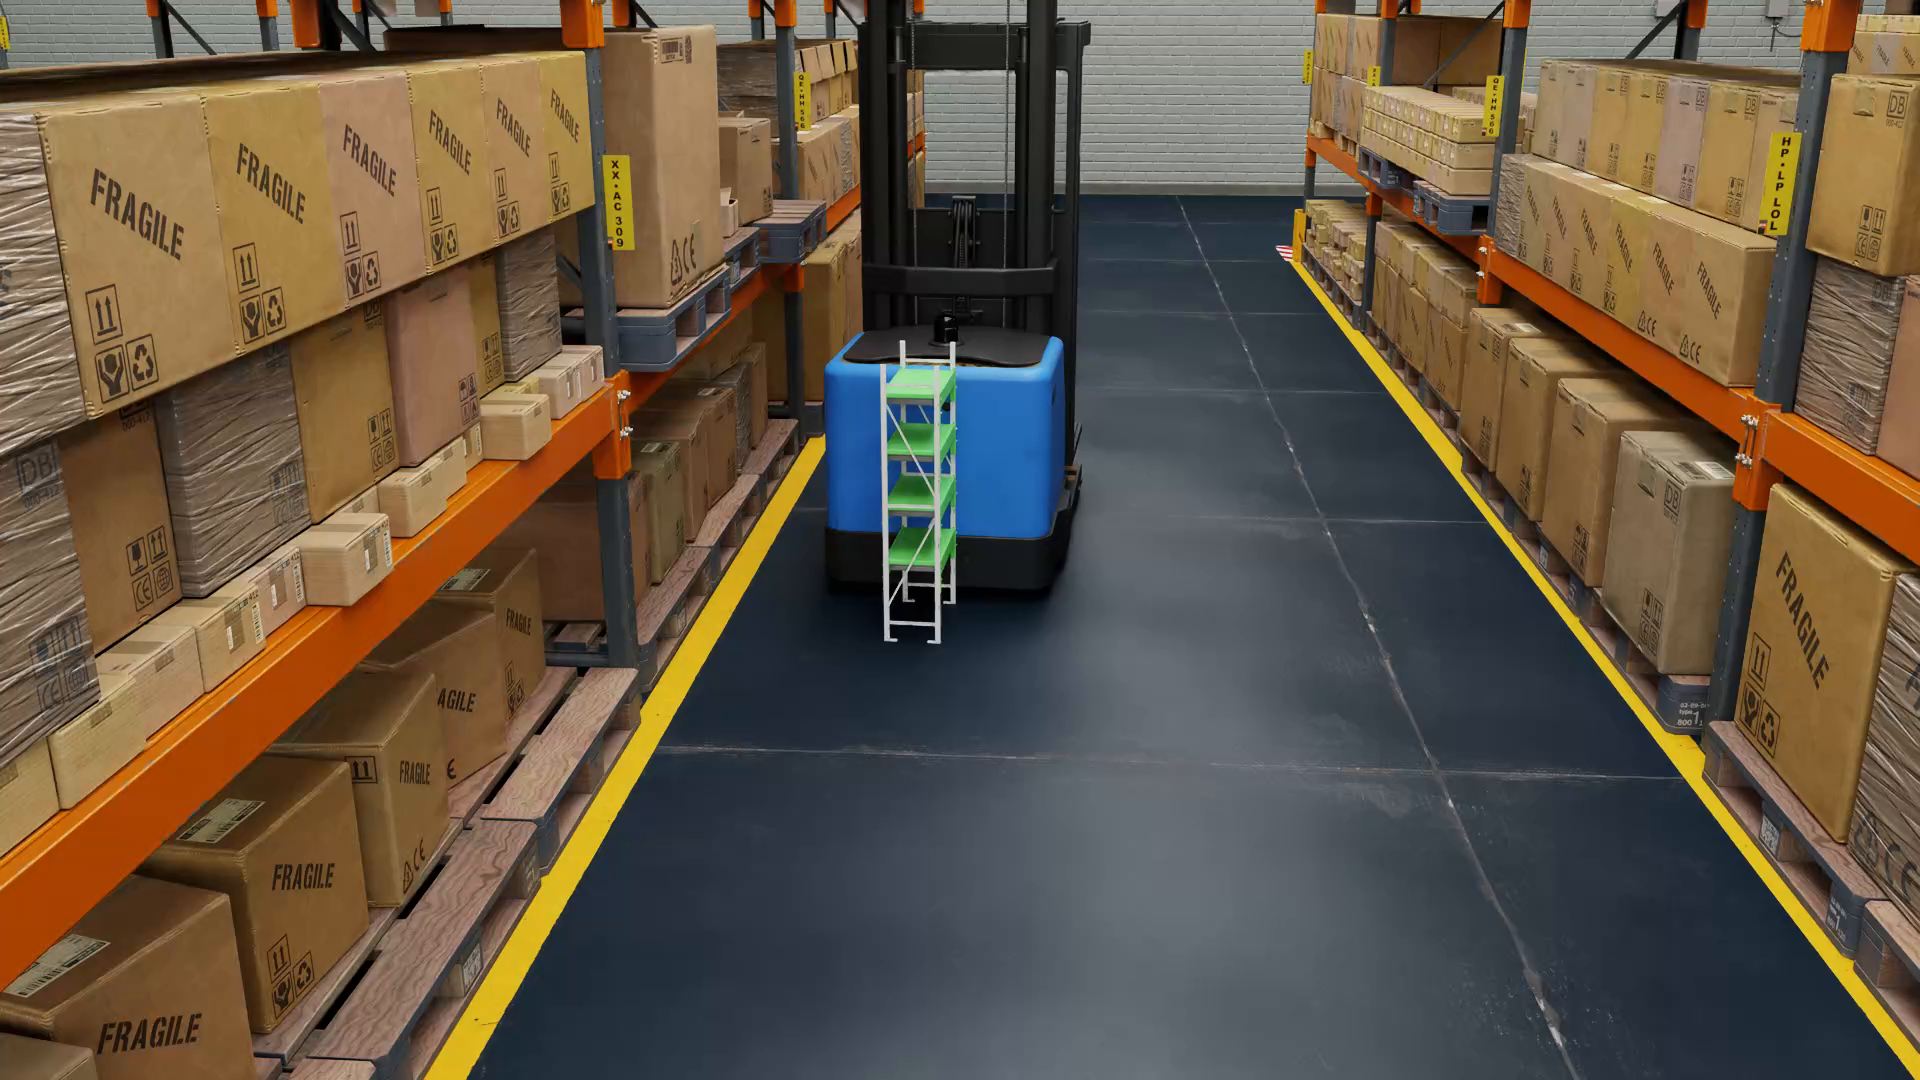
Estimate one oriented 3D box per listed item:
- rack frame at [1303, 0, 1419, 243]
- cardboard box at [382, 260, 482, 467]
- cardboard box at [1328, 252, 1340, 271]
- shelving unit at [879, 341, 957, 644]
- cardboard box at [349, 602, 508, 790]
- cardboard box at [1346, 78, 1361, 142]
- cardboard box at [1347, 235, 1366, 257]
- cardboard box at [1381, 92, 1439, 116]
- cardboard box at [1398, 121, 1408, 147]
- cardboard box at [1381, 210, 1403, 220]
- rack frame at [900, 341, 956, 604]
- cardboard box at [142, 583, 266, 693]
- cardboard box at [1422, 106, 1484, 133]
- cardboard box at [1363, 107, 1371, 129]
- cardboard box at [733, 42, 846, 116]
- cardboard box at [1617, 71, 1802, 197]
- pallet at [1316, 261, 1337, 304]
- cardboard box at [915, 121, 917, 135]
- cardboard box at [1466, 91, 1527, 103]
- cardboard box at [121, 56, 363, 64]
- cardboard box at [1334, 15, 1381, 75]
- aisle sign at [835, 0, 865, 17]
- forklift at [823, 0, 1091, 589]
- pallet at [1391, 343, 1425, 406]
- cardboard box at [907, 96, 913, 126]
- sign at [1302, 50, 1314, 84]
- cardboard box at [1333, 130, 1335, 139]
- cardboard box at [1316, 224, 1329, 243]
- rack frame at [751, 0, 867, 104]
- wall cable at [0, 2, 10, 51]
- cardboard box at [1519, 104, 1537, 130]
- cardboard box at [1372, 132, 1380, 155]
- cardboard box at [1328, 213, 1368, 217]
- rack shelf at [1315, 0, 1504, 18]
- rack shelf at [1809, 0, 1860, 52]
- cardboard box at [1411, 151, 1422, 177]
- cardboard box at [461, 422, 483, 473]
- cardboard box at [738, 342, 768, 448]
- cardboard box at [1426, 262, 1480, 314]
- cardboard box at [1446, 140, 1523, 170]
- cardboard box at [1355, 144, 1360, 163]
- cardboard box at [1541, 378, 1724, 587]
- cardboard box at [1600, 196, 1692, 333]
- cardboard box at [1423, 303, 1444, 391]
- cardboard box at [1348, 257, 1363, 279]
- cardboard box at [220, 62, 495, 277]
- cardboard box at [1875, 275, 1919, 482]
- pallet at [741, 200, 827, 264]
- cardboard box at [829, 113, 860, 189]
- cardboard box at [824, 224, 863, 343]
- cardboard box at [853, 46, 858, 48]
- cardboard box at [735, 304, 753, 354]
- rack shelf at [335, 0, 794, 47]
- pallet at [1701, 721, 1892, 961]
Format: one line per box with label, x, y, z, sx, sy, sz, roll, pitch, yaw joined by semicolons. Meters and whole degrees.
rack frame;4.064;-4.359;16.909;1.000;3.000;0.127;1;18;4
cardboard box;-1.837;-0.513;4.532;0.875;0.500;0.500;1;18;4
cardboard box;3.609;-2.568;15.346;0.380;0.149;0.250;1;18;4
shelving unit;-0.172;-0.211;7.141;0.258;1.200;0.503;2;18;7
cardboard box;-1.839;0.515;5.373;0.500;0.500;0.500;7;20;21
cardboard box;3.568;-3.624;14.026;0.500;0.500;0.500;1;18;2
cardboard box;3.532;-2.518;14.240;0.380;0.149;0.250;1;18;3
cardboard box;3.235;-3.124;11.913;0.380;0.149;0.250;1;18;3
cardboard box;3.180;-2.741;11.221;0.380;0.149;0.250;1;18;3
cardboard box;4.229;-3.078;15.947;0.380;0.149;0.250;1;18;2
rack frame;-0.140;-0.287;7.371;0.240;1.200;0.015;2;18;7
cardboard box;-1.673;0.194;3.417;0.380;0.149;0.250;1;18;4
cardboard box;3.122;-2.642;10.443;0.380;0.149;0.250;2;18;6
cardboard box;3.290;-3.226;12.703;0.380;0.149;0.250;2;18;5
cardboard box;-1.261;-3.372;12.124;0.797;0.503;0.637;1;18;5
cardboard box;3.342;-1.783;7.280;0.700;0.500;0.500;1;18;3
pallet;3.874;-2.381;15.351;1.003;0.211;1.213;1;18;4
cardboard box;-0.628;-4.027;16.300;0.380;0.149;0.250;2;18;5
cardboard box;3.904;-3.187;12.106;0.380;0.149;0.250;1;18;2
cardboard box;-2.057;-1.149;4.868;0.500;0.500;0.500;1;18;4
cardboard box;3.644;-4.413;14.831;0.500;0.500;0.500;1;18;2
aisle sign;-1.170;-5.766;17.027;0.394;0.787;0.004;1;18;4
forklift;0.081;-1.585;8.553;1.130;2.935;3.031;2;18;7
pallet;3.638;-1.170;11.655;1.003;0.211;1.213;1;18;4
cardboard box;-0.720;-4.099;15.879;0.500;0.250;0.500;1;18;2
sign;3.522;-4.783;16.811;0.100;0.325;0.005;1;18;4
cardboard box;3.782;-3.901;15.913;0.380;0.149;0.250;2;18;6
cardboard box;3.638;-2.949;16.033;0.380;0.149;0.250;2;18;6
rack frame;-1.163;-3.259;13.552;1.000;3.000;0.127;1;18;4
wall cable;-14.936;-7.957;23.241;3.097;2.526;0.112;1;18;4
cardboard box;3.792;-2.703;10.627;0.380;0.149;0.250;2;18;6
cardboard box;3.254;-2.921;12.250;0.380;0.149;0.250;1;18;4
cardboard box;3.677;-3.003;15.719;0.380;0.149;0.250;2;18;6
rack shelf;3.920;-4.822;14.659;1.077;0.370;4.000;1;18;4
rack shelf;3.060;-1.095;3.285;1.077;0.370;4.000;1;18;4
cardboard box;3.144;-2.436;10.769;0.380;0.149;0.250;0;18;1
cardboard box;-1.620;-0.273;4.843;0.380;0.149;0.250;1;18;4
cardboard box;-1.478;-0.829;9.445;0.700;0.500;0.500;0;18;1
cardboard box;3.303;-1.618;10.679;0.500;0.250;0.500;2;18;5
cardboard box;3.071;-2.260;9.753;0.380;0.149;0.250;2;18;5
cardboard box;3.474;-3.174;13.695;0.380;0.149;0.250;1;18;2
cardboard box;3.231;-0.257;7.329;1.050;0.750;0.750;1;18;4
cardboard box;3.046;-1.162;6.990;0.500;0.500;0.500;1;18;4
cardboard box;3.317;-1.258;10.784;0.500;0.500;0.500;2;18;6
cardboard box;3.489;-2.292;14.028;0.380;0.149;0.250;0;18;1
cardboard box;-1.566;-0.982;4.358;0.500;0.500;0.500;1;18;4
cardboard box;3.172;-0.417;4.639;0.875;0.550;0.550;1;18;4
pallet;-1.395;-1.702;9.107;1.213;0.211;1.003;1;18;4
cardboard box;-0.997;-2.839;12.110;0.500;0.500;0.500;1;18;3
cardboard box;-1.308;-1.697;11.523;1.225;0.875;0.875;1;18;4
cardboard box;-0.831;-3.981;14.315;0.500;0.500;0.500;1;18;4
cardboard box;-1.468;-1.185;9.327;0.500;0.250;0.500;2;18;6
rack shelf;-1.593;-2.479;7.510;1.077;0.370;4.000;1;18;4
pallet;3.071;0.927;5.254;1.003;0.211;1.213;1;18;4
